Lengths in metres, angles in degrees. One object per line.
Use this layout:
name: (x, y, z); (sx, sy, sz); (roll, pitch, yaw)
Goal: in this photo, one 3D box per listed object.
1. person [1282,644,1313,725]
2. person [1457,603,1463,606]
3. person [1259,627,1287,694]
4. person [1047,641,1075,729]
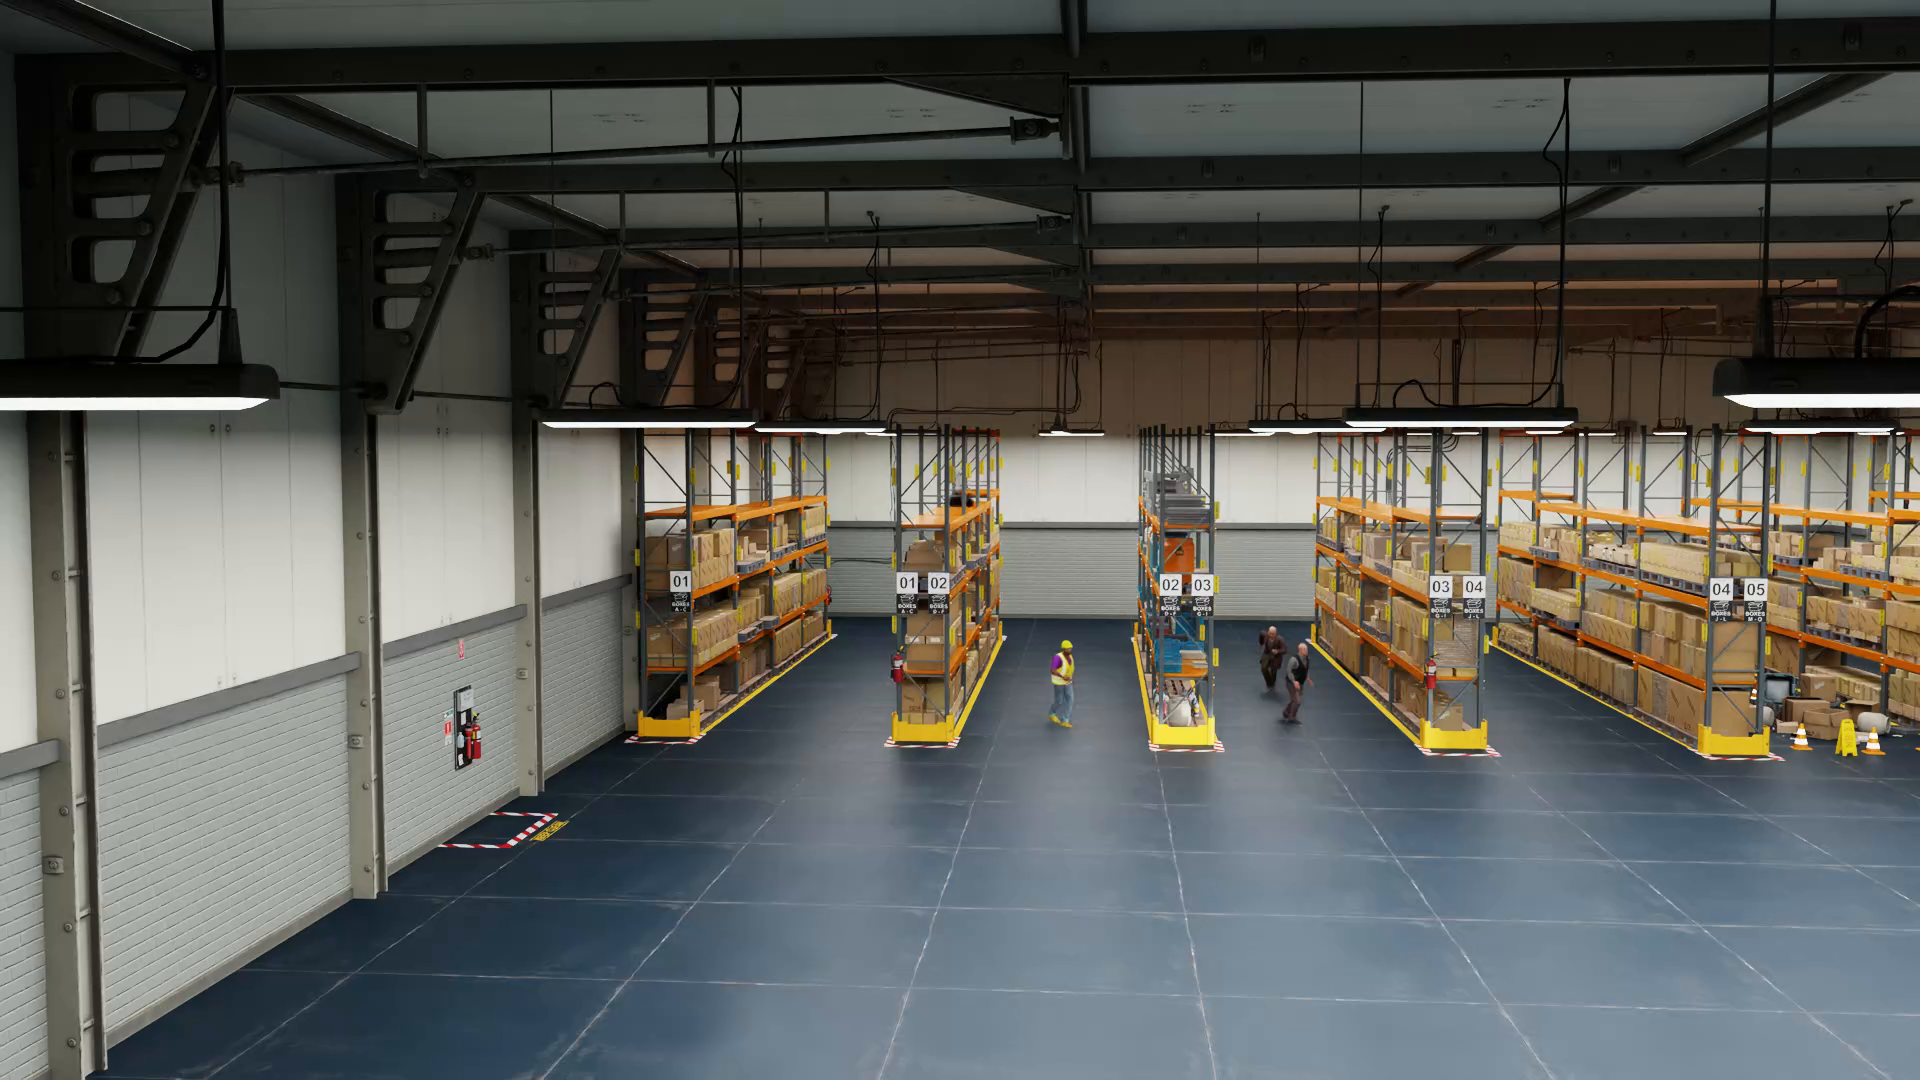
person: (6.696, 2.880, 33.362); (0.661, 1.662, 0.780); (-3, 5, -40)
person: (13.635, 2.177, 45.945); (0.582, 1.562, 0.747); (2, 4, 28)
person: (7.054, 2.690, 37.506); (0.693, 1.566, 1.194); (1, 4, 18)
person: (1.961, 2.845, 32.975); (0.668, 1.744, 0.832); (-3, 4, -37)
